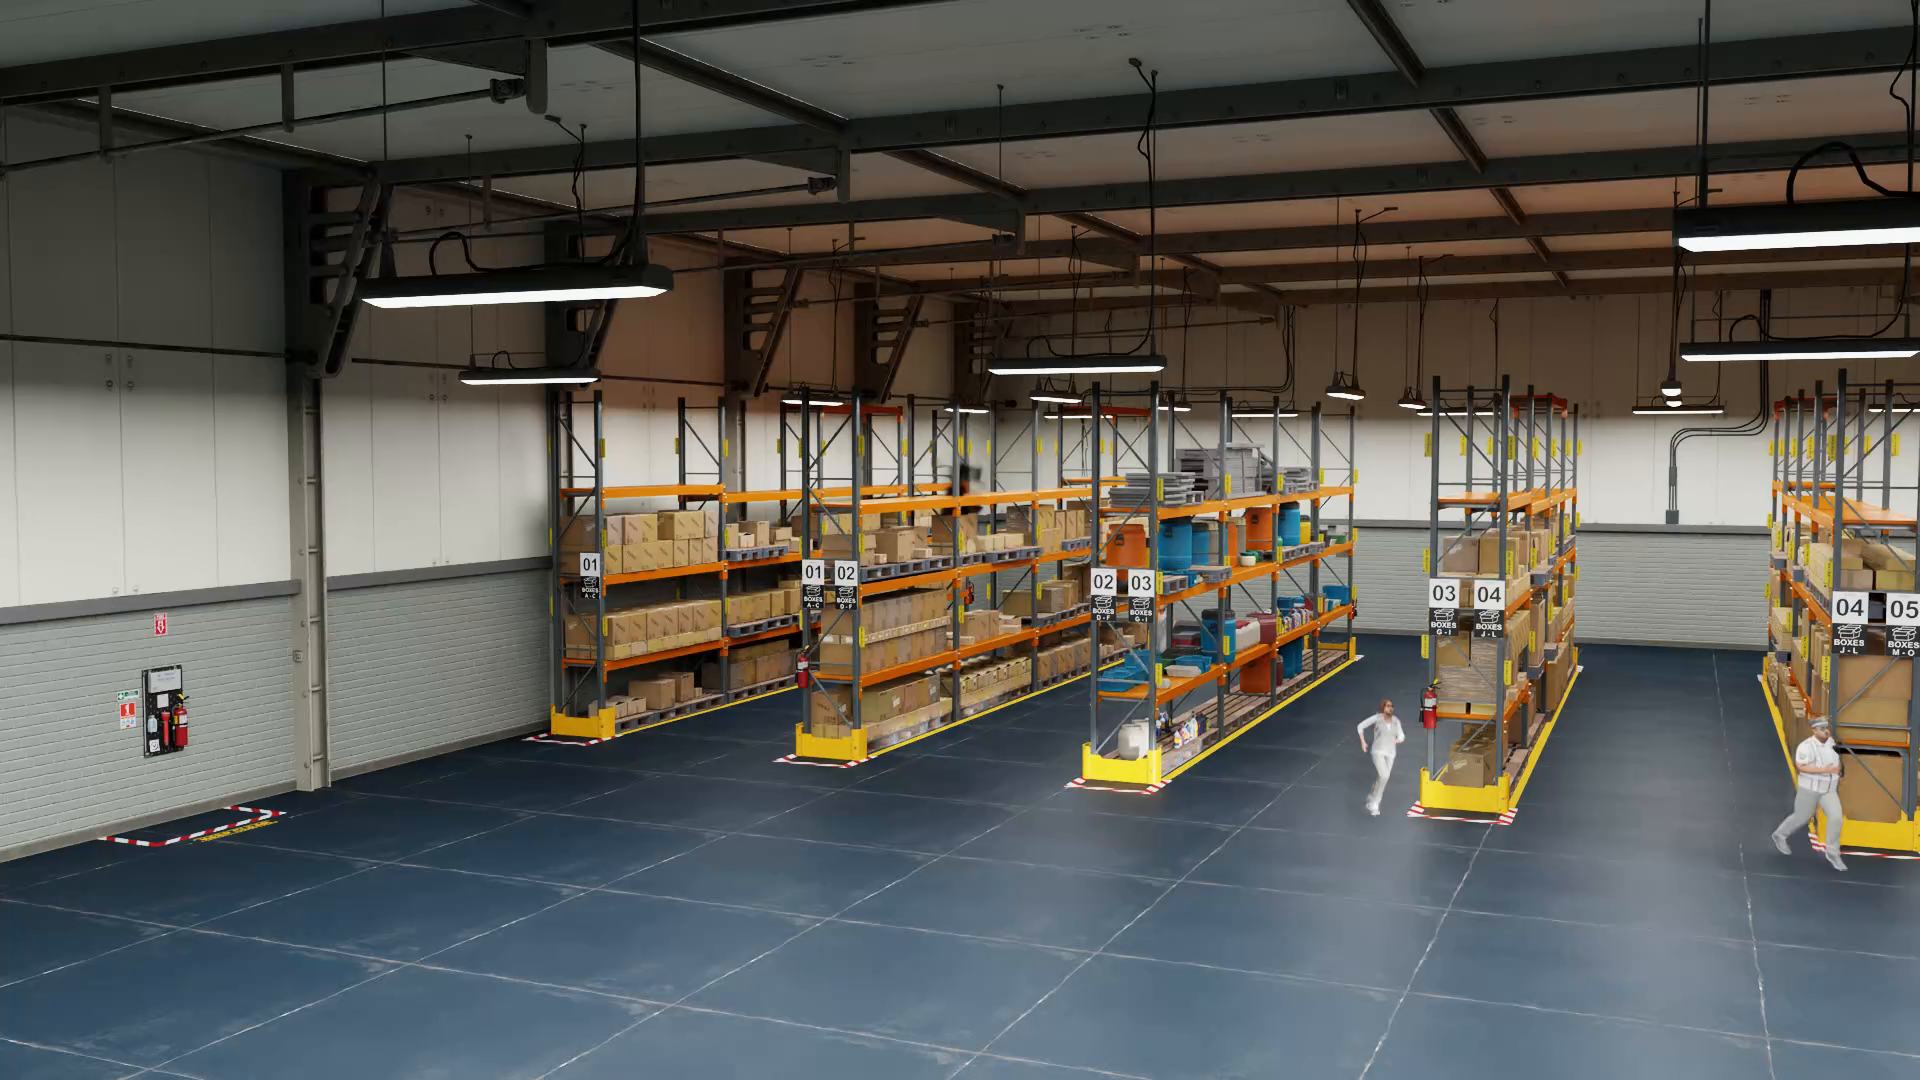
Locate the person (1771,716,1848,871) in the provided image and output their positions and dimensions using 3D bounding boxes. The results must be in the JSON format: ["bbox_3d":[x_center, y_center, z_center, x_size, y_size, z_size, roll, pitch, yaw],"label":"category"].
[{"bbox_3d":[10.314,3.009,20.083,0.672,1.834,0.943,-1,3,-14],"label":"person"}]

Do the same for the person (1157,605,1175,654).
[{"bbox_3d":[4.474,2.173,36.809,0.575,1.633,0.808,1,3,18],"label":"person"}]

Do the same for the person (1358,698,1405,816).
[{"bbox_3d":[5.792,2.961,22.748,0.555,1.582,0.589,-1,3,-18],"label":"person"}]
